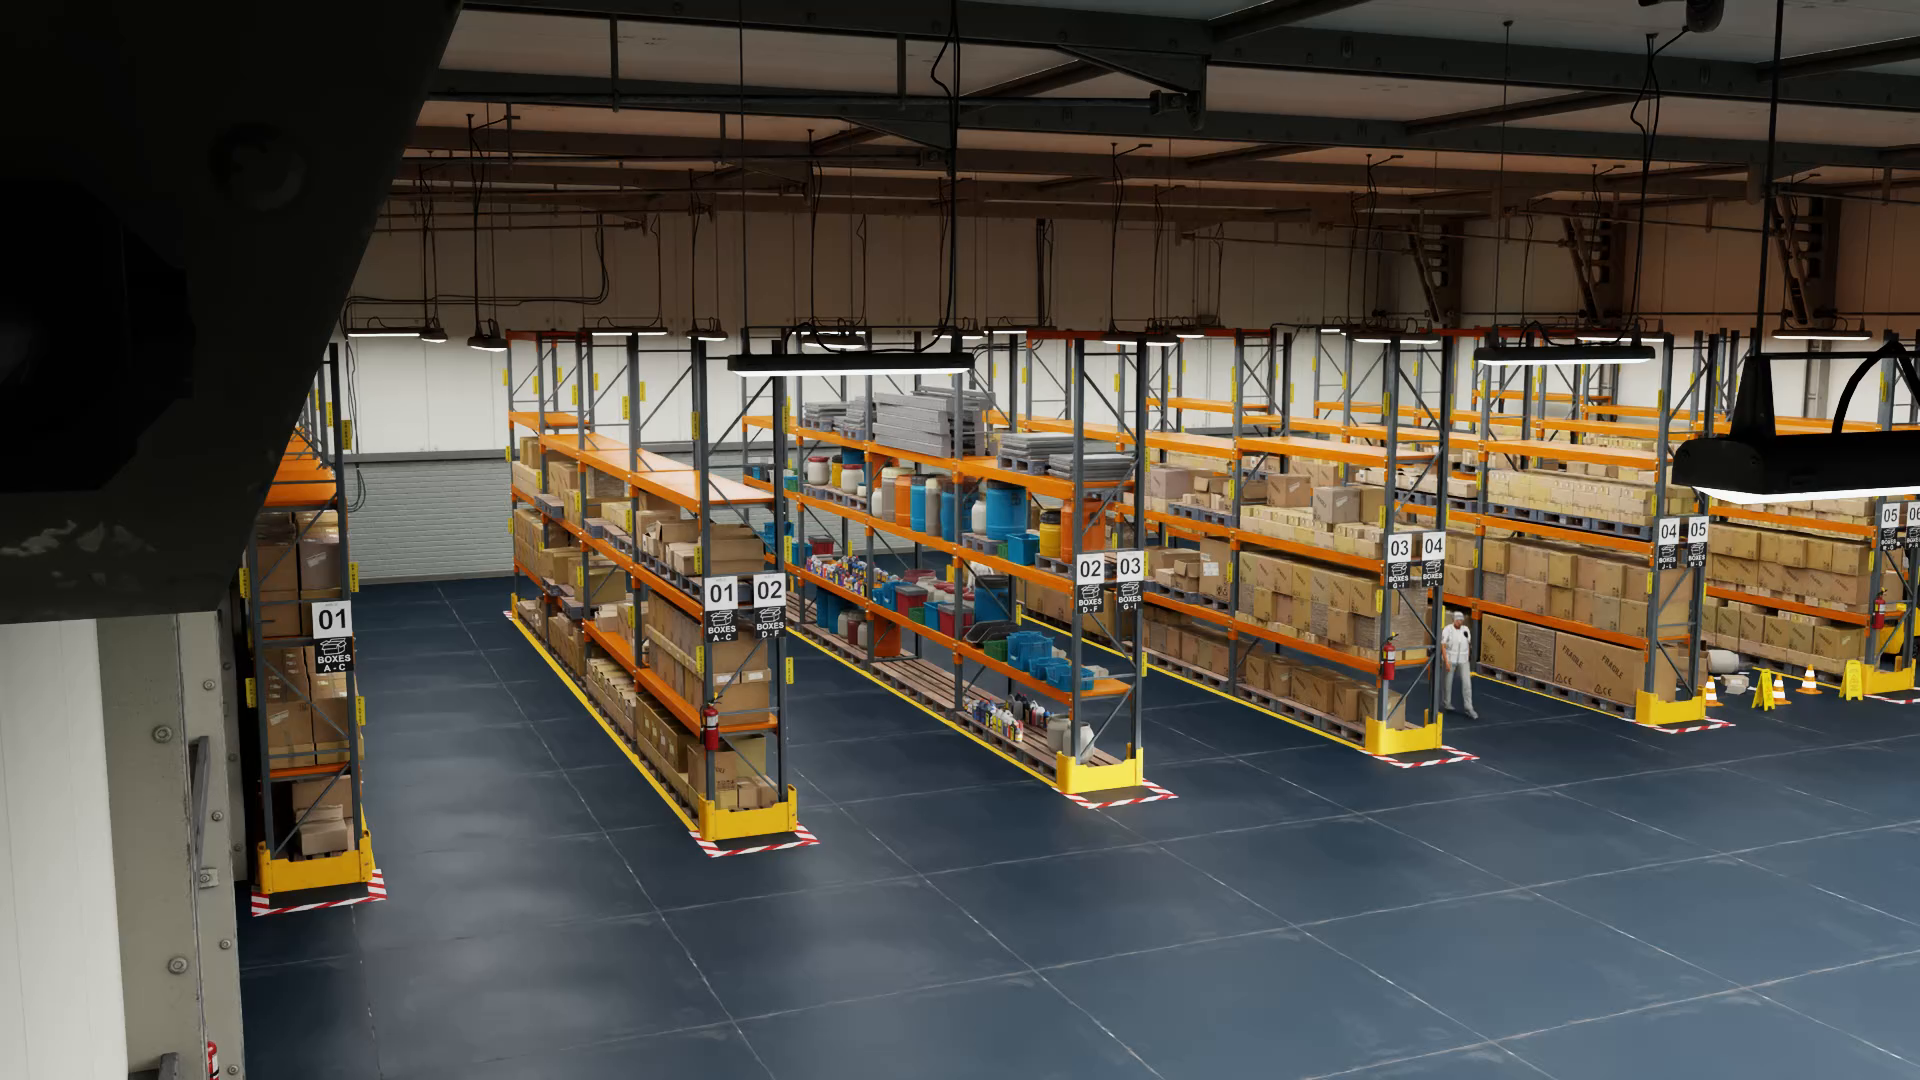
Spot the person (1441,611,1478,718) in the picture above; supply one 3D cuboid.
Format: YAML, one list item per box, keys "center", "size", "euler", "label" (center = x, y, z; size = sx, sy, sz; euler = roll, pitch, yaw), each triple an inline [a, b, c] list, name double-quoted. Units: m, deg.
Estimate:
- center: [7.879, 1.933, 26.317]
  size: [0.531, 1.626, 0.885]
  euler: [1, 8, 5]
  label: "person"

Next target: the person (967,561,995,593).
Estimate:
- center: [0.483, 0.924, 33.675]
  size: [0.494, 1.607, 1.038]
  euler: [-4, 9, -28]
  label: "person"
